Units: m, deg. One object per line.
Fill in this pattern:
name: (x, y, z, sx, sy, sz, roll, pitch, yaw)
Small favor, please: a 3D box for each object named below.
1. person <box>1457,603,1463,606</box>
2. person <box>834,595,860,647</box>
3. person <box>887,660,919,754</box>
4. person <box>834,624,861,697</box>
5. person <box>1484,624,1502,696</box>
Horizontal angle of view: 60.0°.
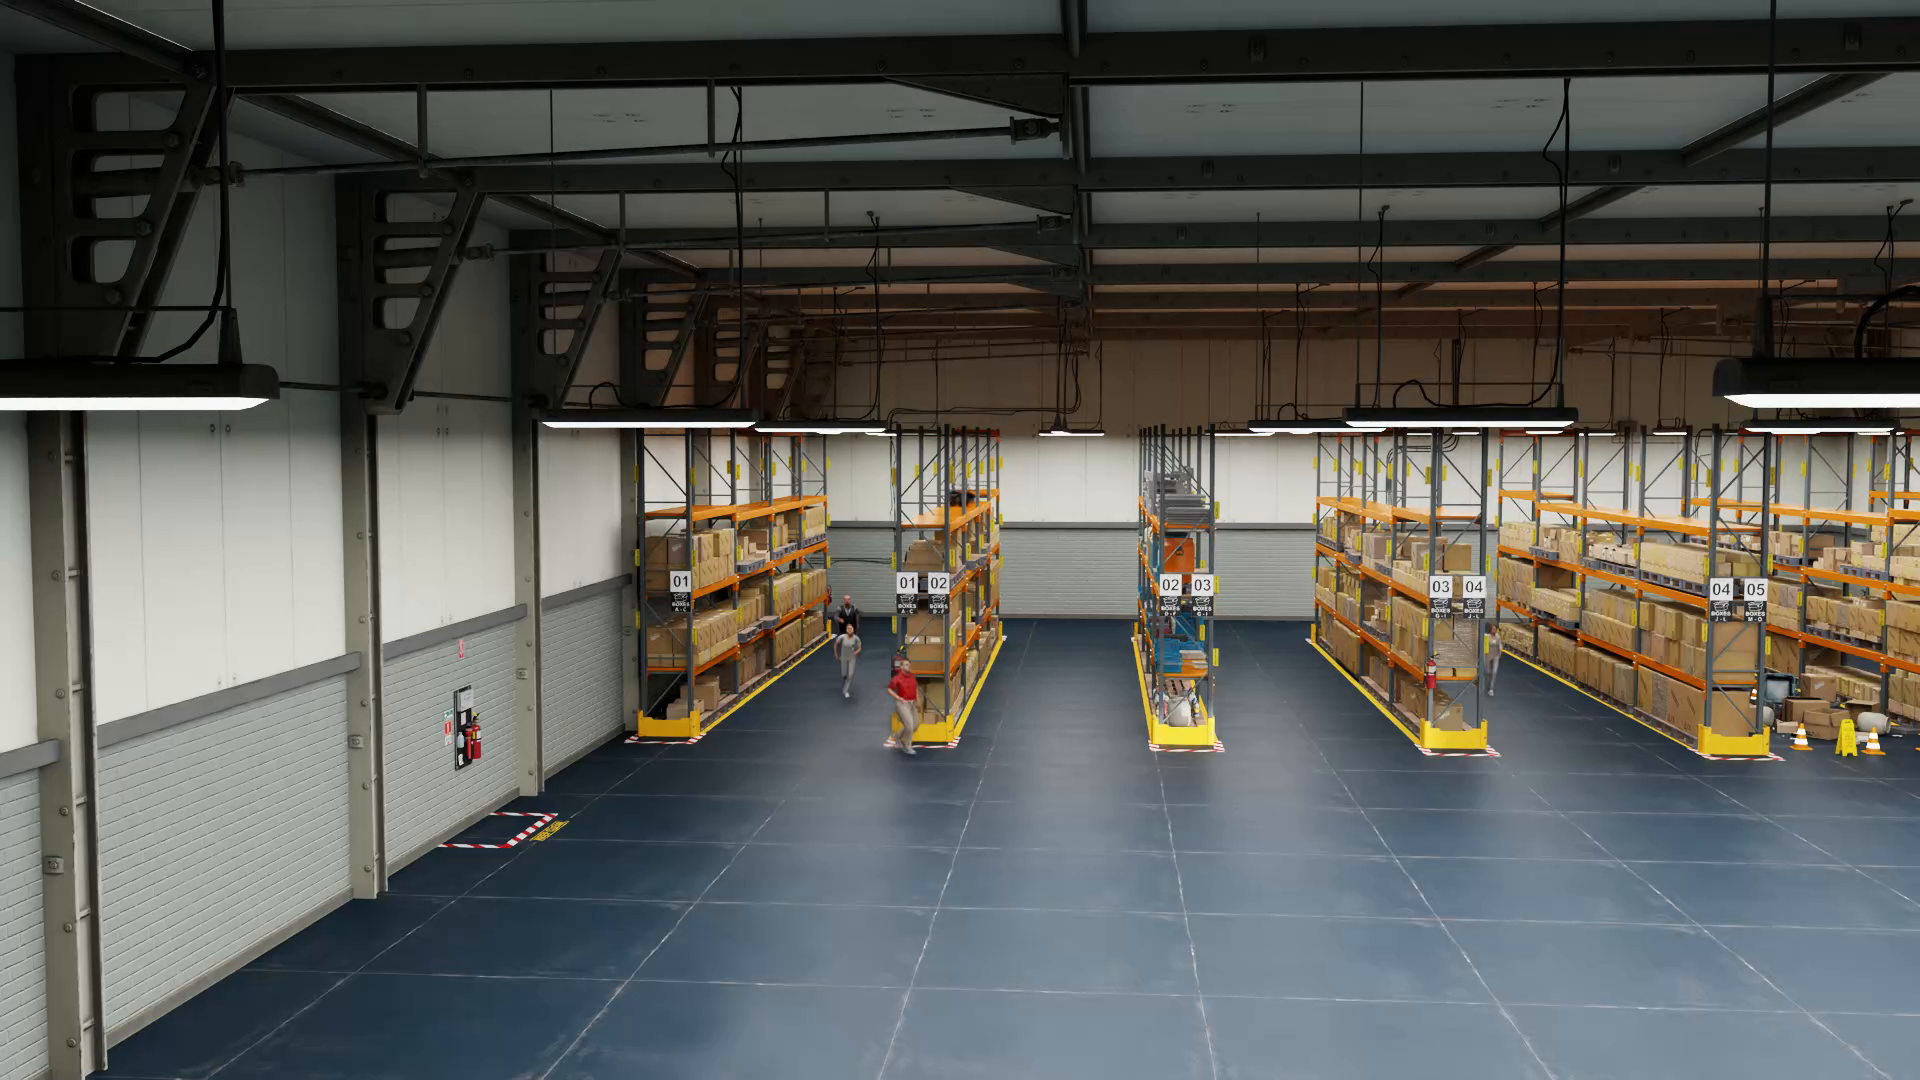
person: (13.601, 2.119, 44.857, 0.674, 1.844, 0.922, 1, 4, 17)
person: (-2.670, 2.179, 39.336, 0.610, 1.769, 0.846, 0, 3, 0)
person: (-1.028, 3.043, 30.407, 0.602, 1.712, 0.698, 3, 4, 39)
person: (-2.479, 2.651, 36.750, 0.599, 1.622, 0.664, 0, 3, -5)
person: (11.947, 2.677, 37.453, 0.566, 1.575, 0.740, 0, 3, -4)
